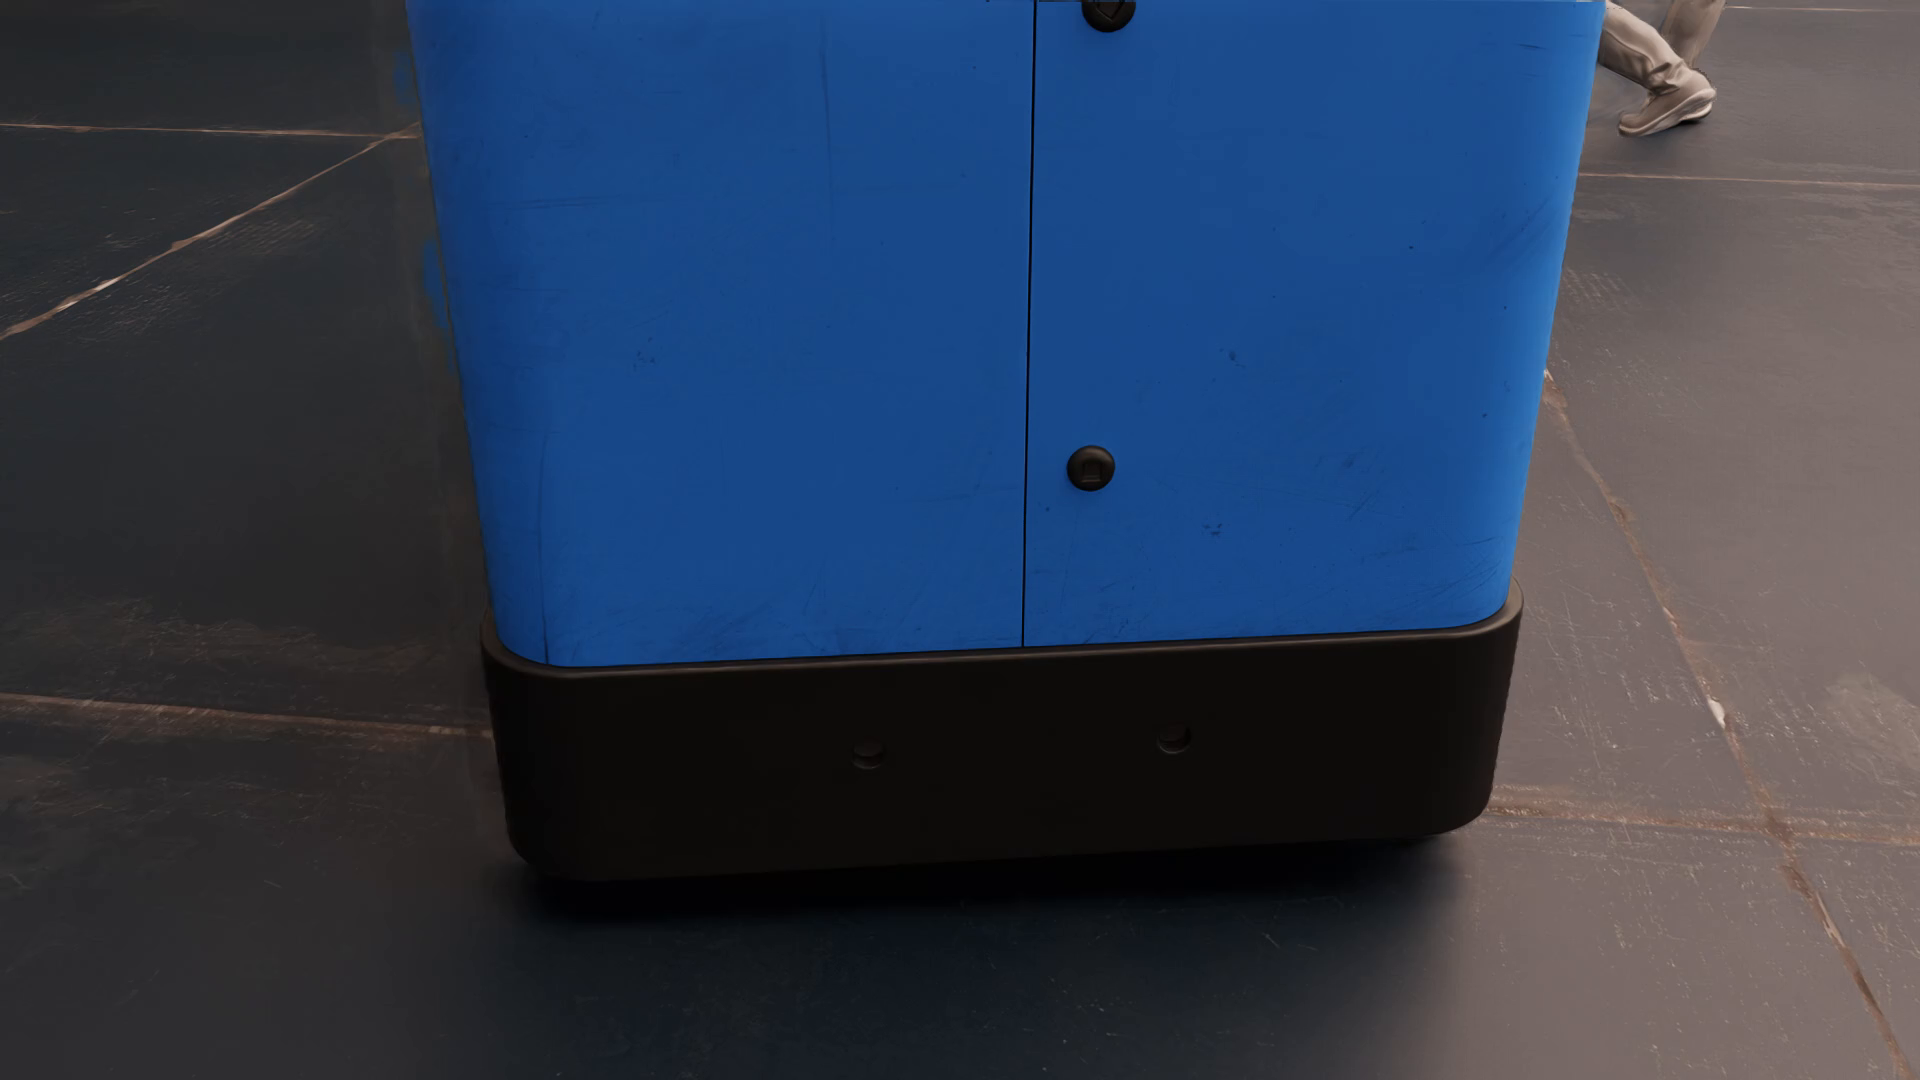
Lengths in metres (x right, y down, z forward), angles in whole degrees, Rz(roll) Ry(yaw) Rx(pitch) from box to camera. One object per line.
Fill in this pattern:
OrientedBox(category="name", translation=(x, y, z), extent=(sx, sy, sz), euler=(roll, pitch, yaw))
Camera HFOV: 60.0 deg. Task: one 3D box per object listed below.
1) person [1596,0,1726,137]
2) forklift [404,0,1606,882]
OrientedBox(category="person", translation=(1.851, -1.806, 4.463), extent=(1.092, 1.468, 0.694), euler=(-1, 27, -3))
OrientedBox(category="forklift", translation=(-0.074, -1.596, 2.417), extent=(1.130, 2.935, 3.031), euler=(-2, 27, -5))
